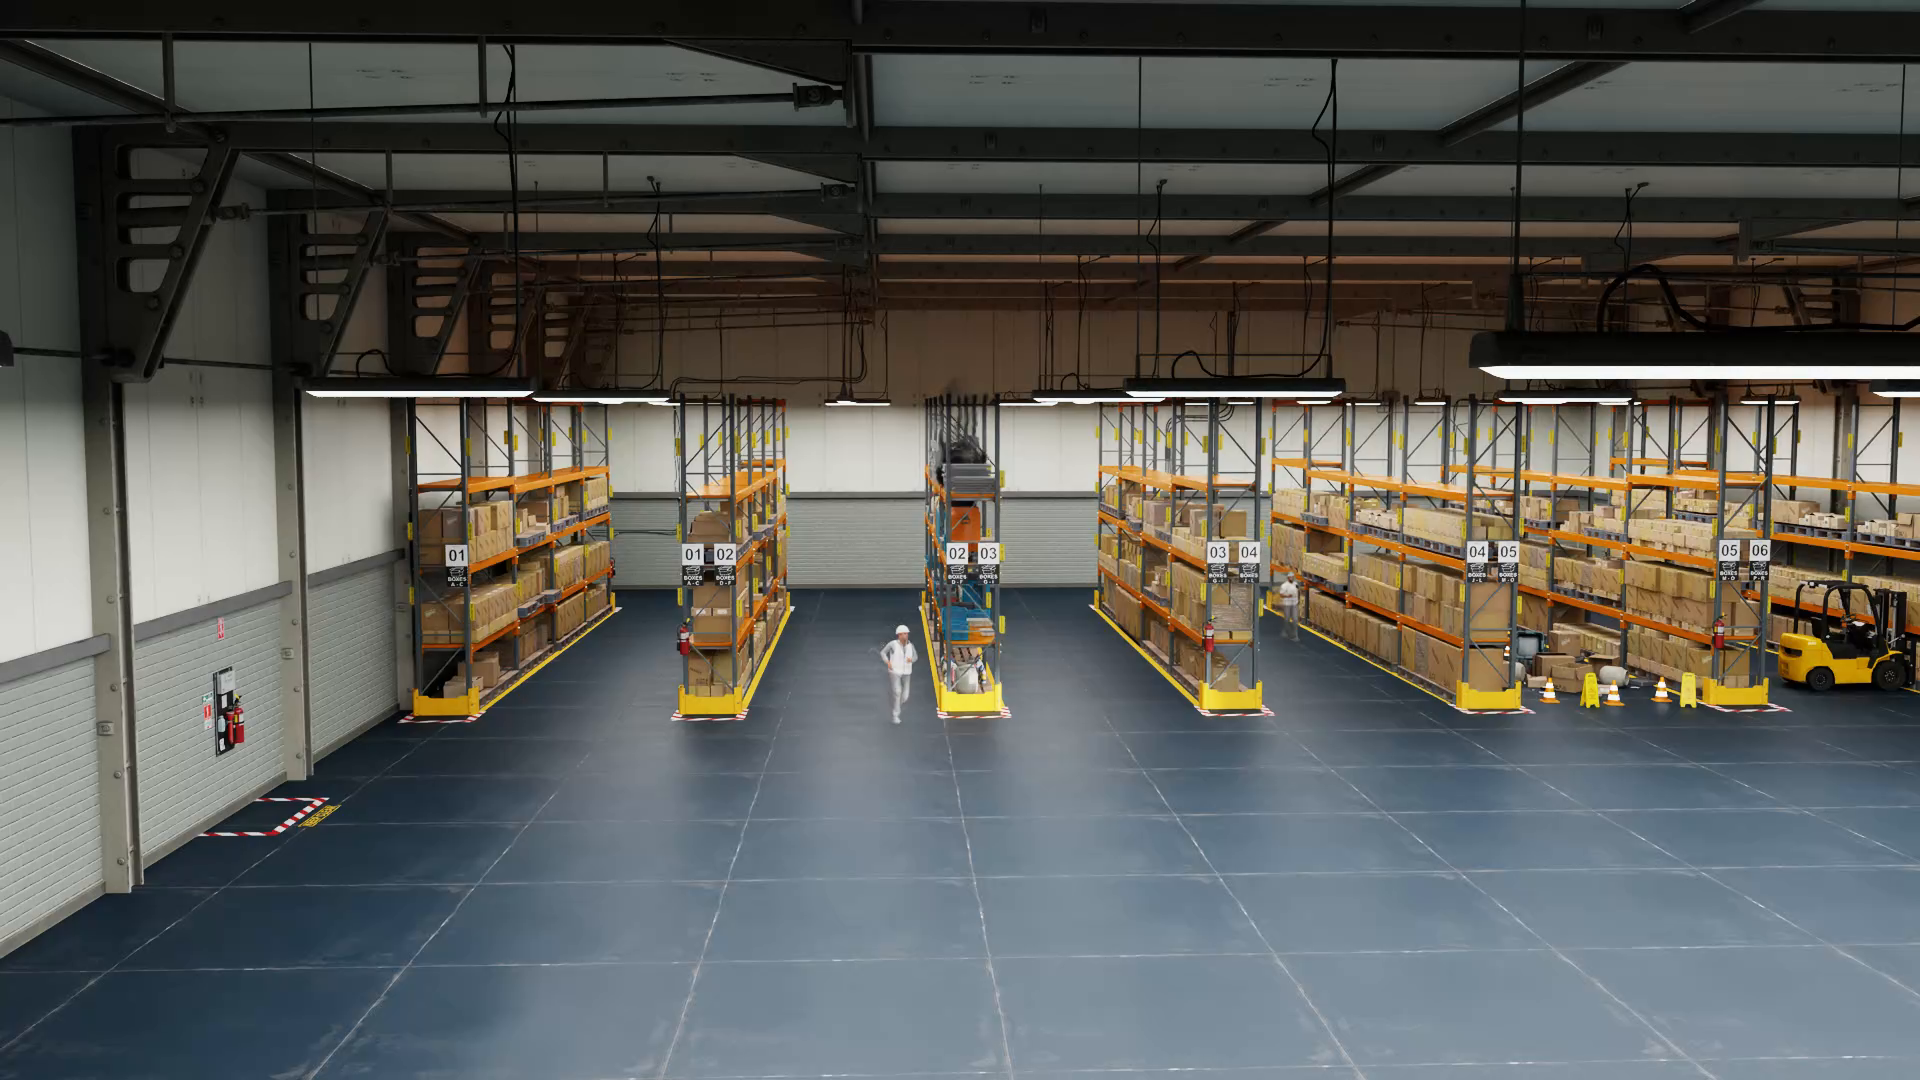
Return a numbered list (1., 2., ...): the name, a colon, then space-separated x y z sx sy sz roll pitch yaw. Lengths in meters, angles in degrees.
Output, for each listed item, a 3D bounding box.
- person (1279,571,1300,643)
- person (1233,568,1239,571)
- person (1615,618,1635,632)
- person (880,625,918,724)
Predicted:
1. person: 8.150 1.624 41.016 0.576 1.715 0.851 -1 5 -7
2. person: 8.065 1.142 48.192 0.585 1.618 0.700 2 5 28
3. person: 16.460 1.706 40.996 0.508 1.617 0.921 0 5 -2
4. person: -1.088 2.448 30.652 0.678 1.754 0.903 -2 5 -29
